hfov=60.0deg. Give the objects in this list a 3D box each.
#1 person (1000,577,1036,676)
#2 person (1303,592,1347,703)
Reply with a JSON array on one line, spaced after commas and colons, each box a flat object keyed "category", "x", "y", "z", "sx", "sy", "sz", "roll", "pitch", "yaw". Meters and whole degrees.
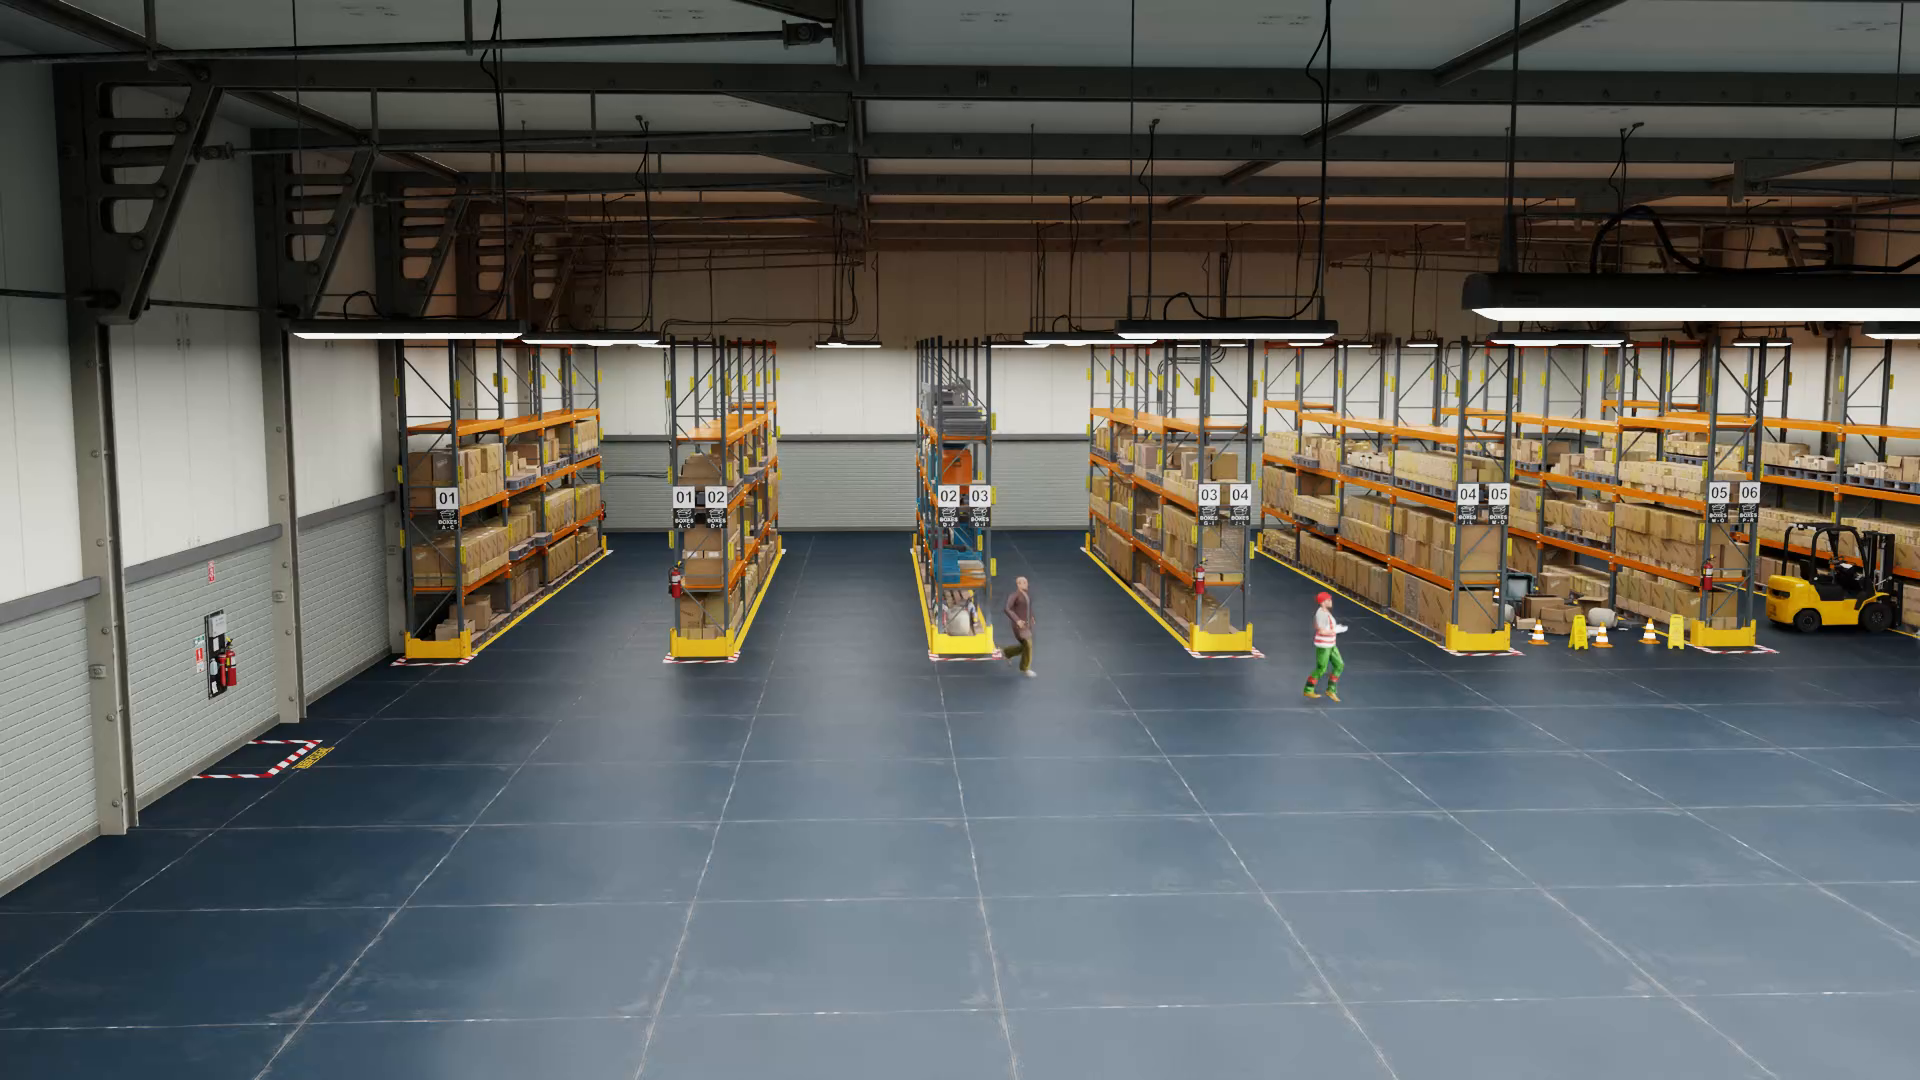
[{"category": "person", "x": 1.027, "y": 1.524, "z": 29.527, "sx": 0.791, "sy": 1.760, "sz": 0.739, "roll": 4, "pitch": 8, "yaw": 30}, {"category": "person", "x": 5.969, "y": 1.762, "z": 27.109, "sx": 0.720, "sy": 1.839, "sz": 0.631, "roll": 3, "pitch": 7, "yaw": 27}]
